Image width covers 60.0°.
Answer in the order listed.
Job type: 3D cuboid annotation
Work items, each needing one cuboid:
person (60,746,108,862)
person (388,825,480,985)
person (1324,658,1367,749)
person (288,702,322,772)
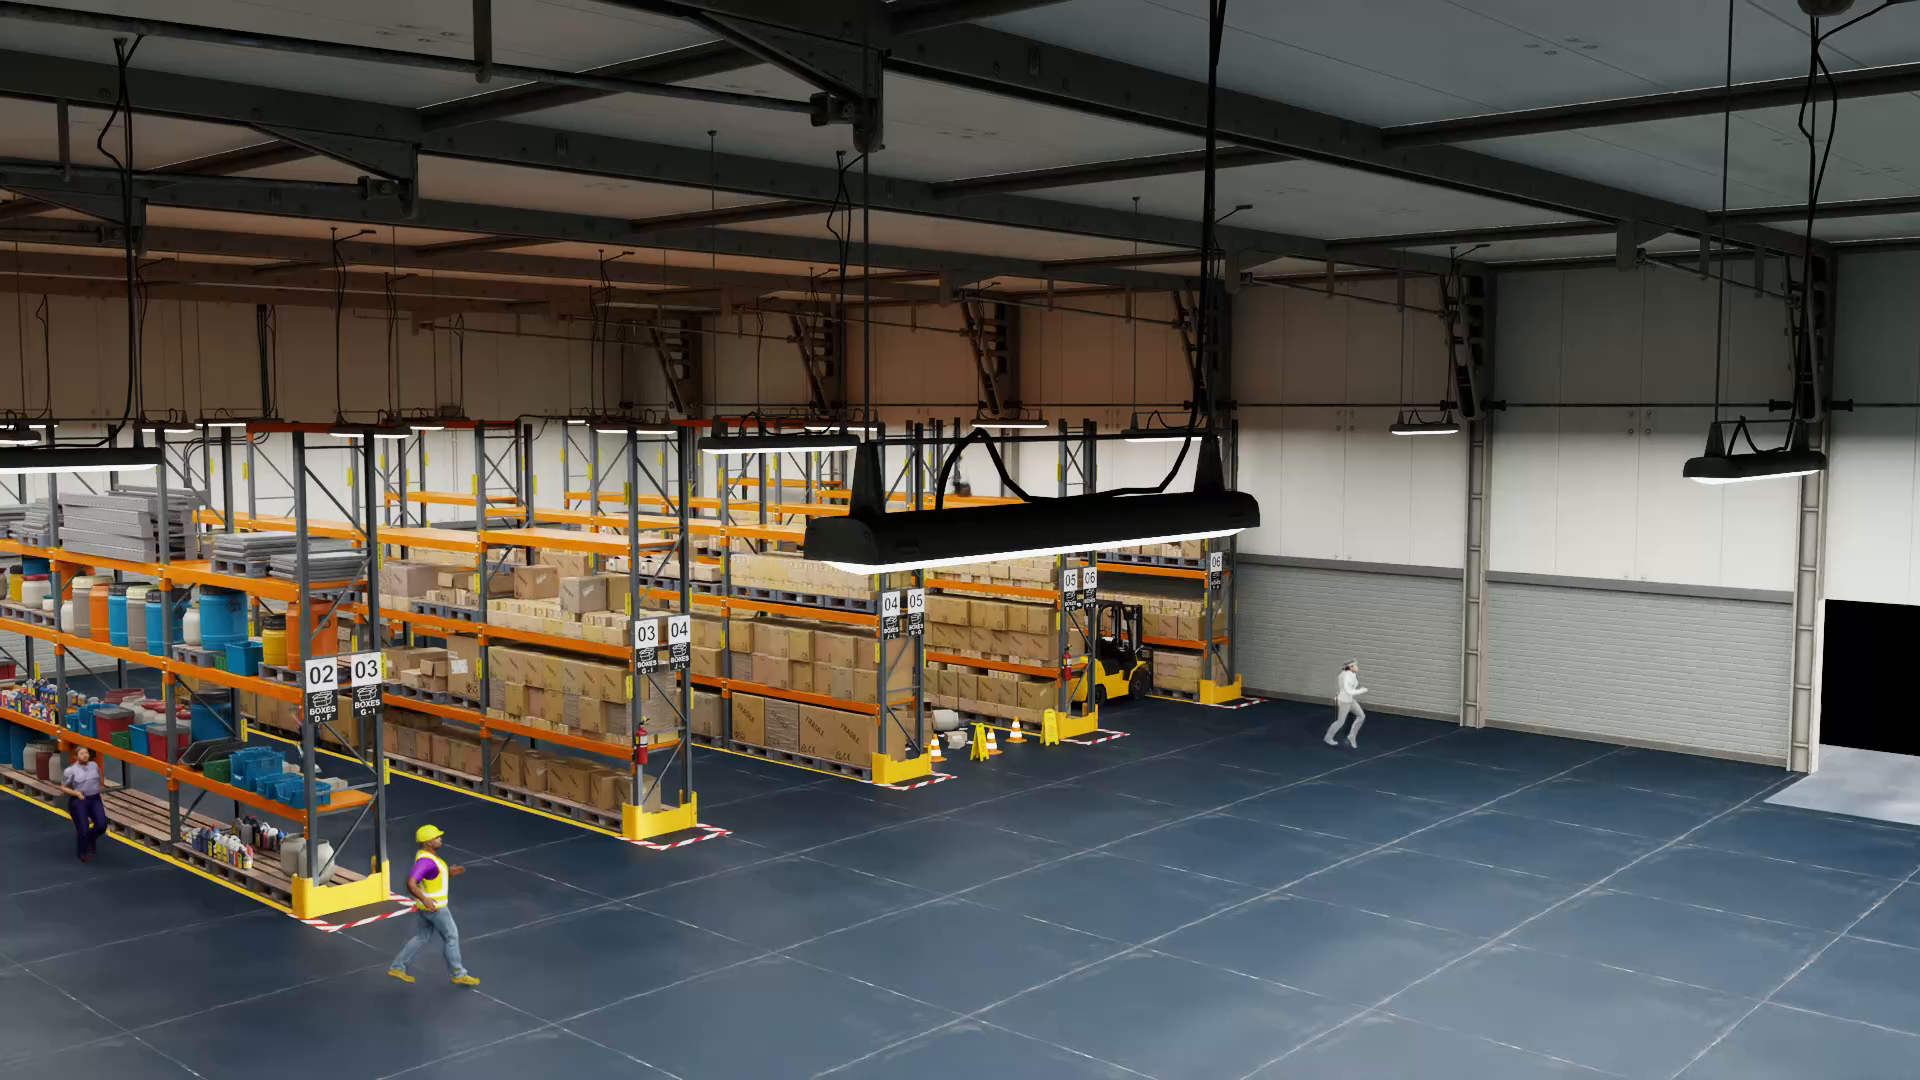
[{"bbox_3d":[-12.093,3.649,23.022,0.561,1.600,0.599,4,6,38],"label":"person"},{"bbox_3d":[-5.698,3.955,17.956,0.944,1.778,0.693,-2,5,-26],"label":"person"},{"bbox_3d":[7.100,2.993,30.580,0.798,1.691,0.640,2,5,25],"label":"person"},{"bbox_3d":[-11.326,3.217,28.783,0.695,1.568,0.559,5,7,44],"label":"person"}]
